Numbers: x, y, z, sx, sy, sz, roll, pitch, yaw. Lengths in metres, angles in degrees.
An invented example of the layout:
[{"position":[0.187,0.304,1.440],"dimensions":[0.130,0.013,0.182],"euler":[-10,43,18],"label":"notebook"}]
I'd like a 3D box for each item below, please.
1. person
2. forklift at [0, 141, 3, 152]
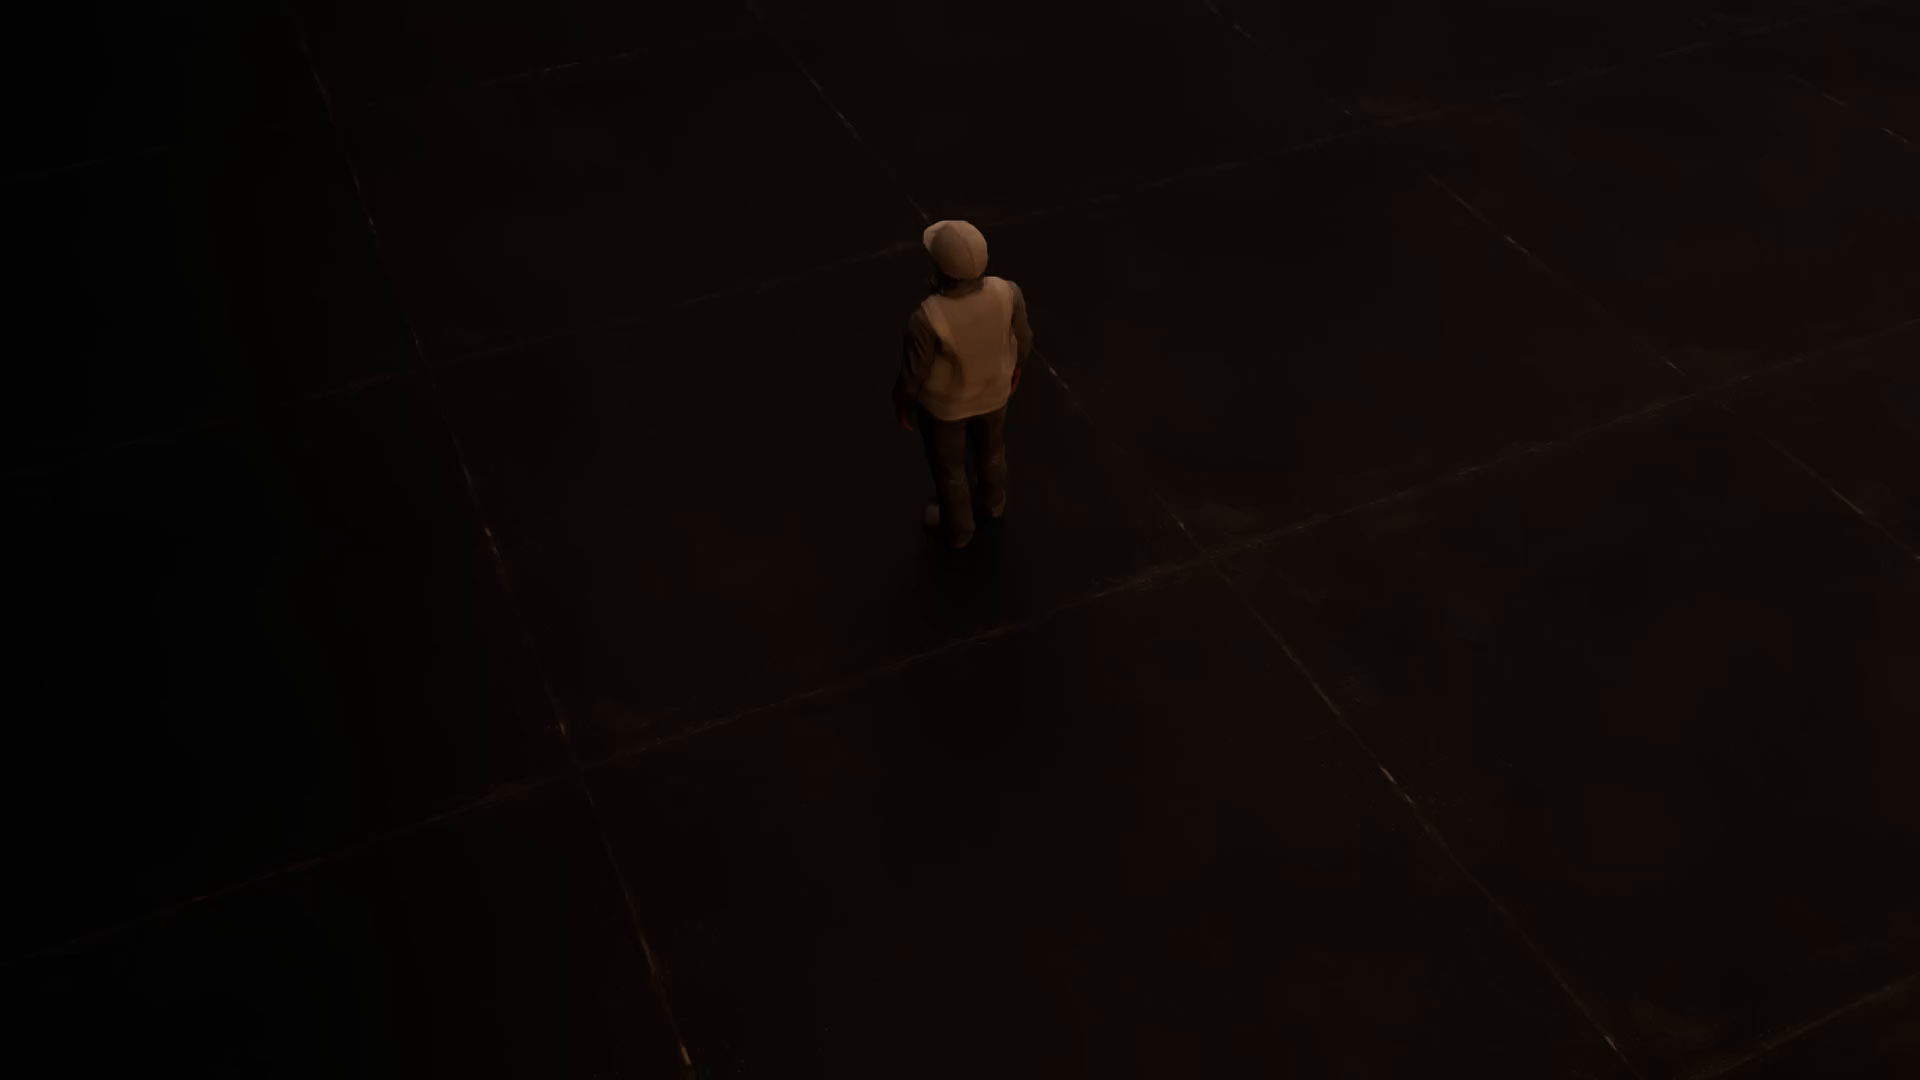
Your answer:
[{"position":[-0.019,-0.695,7.262],"dimensions":[0.632,1.773,0.567],"euler":[-18,46,-18],"label":"person"},{"position":[-6.020,-2.283,8.126],"dimensions":[1.130,2.935,3.031],"euler":[-3,43,-4],"label":"forklift"}]
